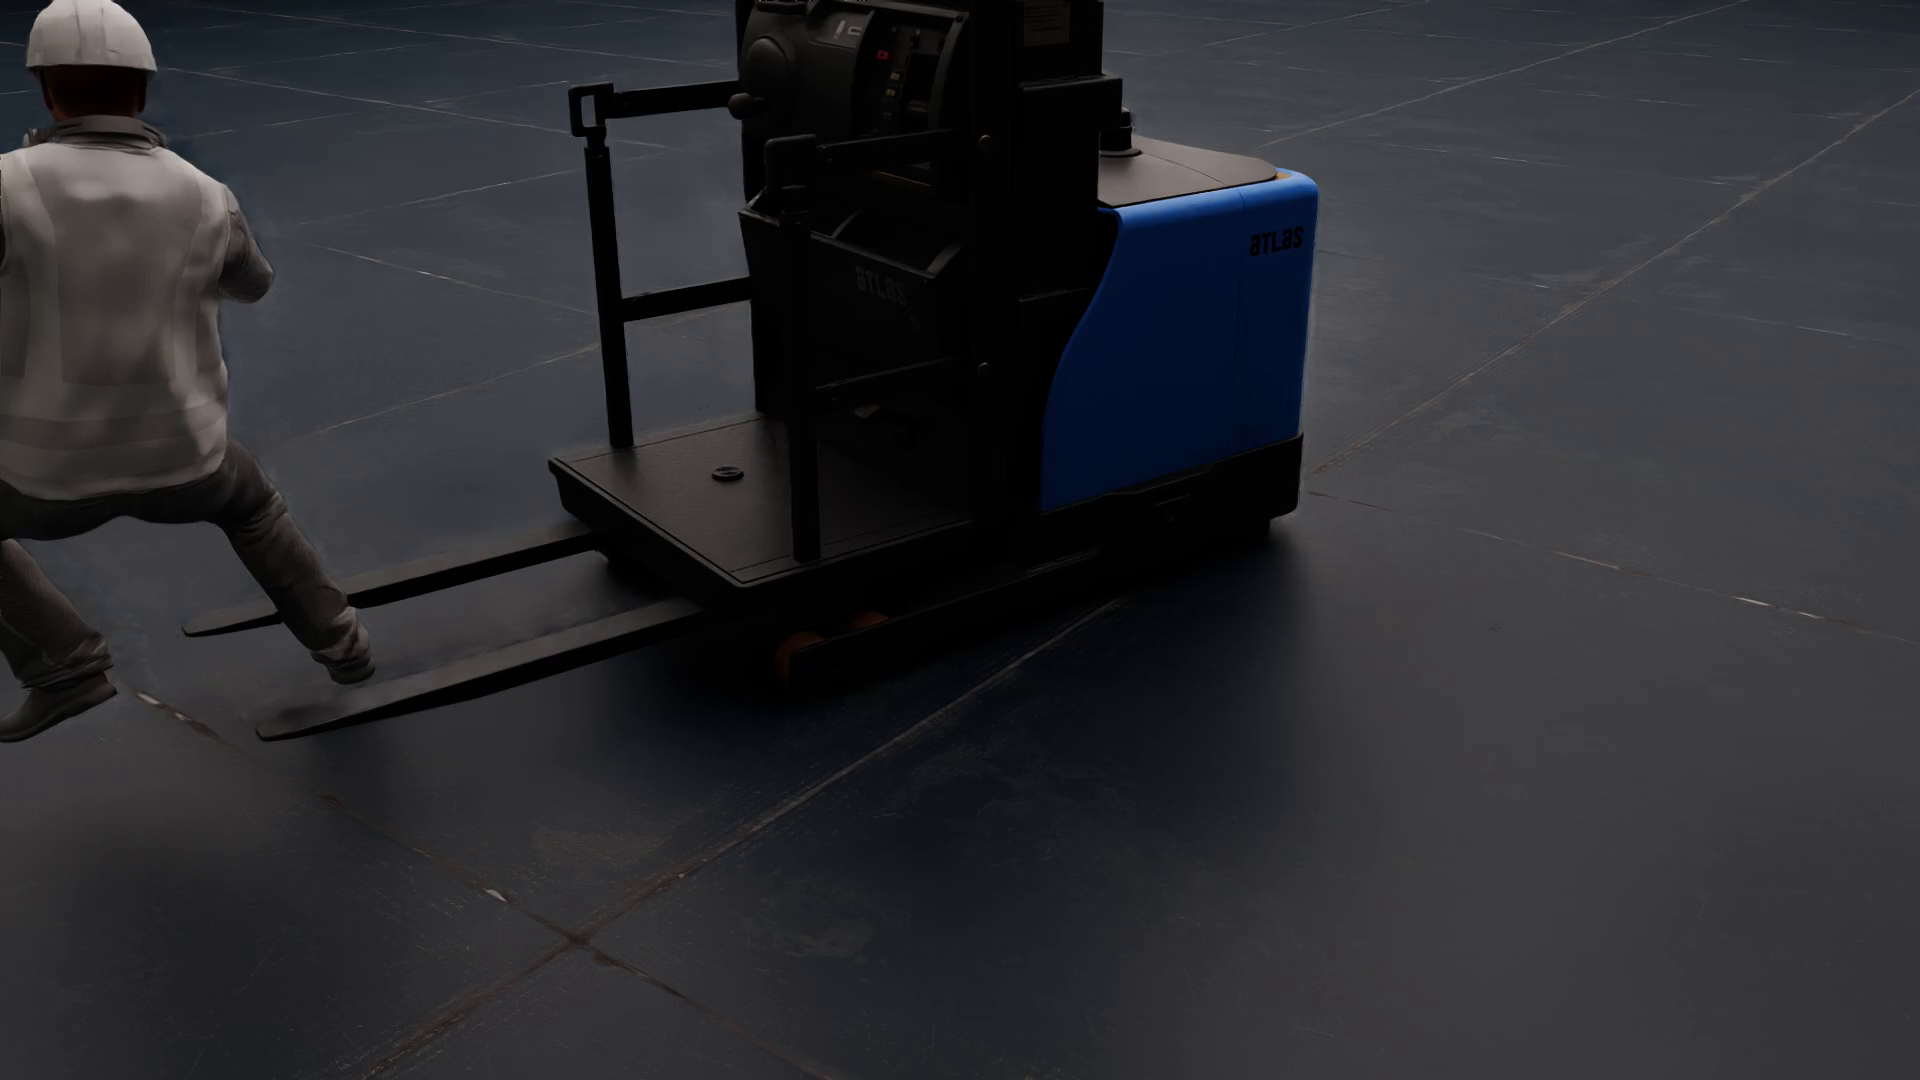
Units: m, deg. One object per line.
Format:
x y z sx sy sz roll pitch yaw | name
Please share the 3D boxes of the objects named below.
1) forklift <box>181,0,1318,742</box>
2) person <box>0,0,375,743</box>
-0.453 -1.189 4.071 3.031 2.935 1.130 -17 28 -33 | forklift
-1.770 -0.312 3.444 0.934 1.581 0.772 -17 29 -34 | person
